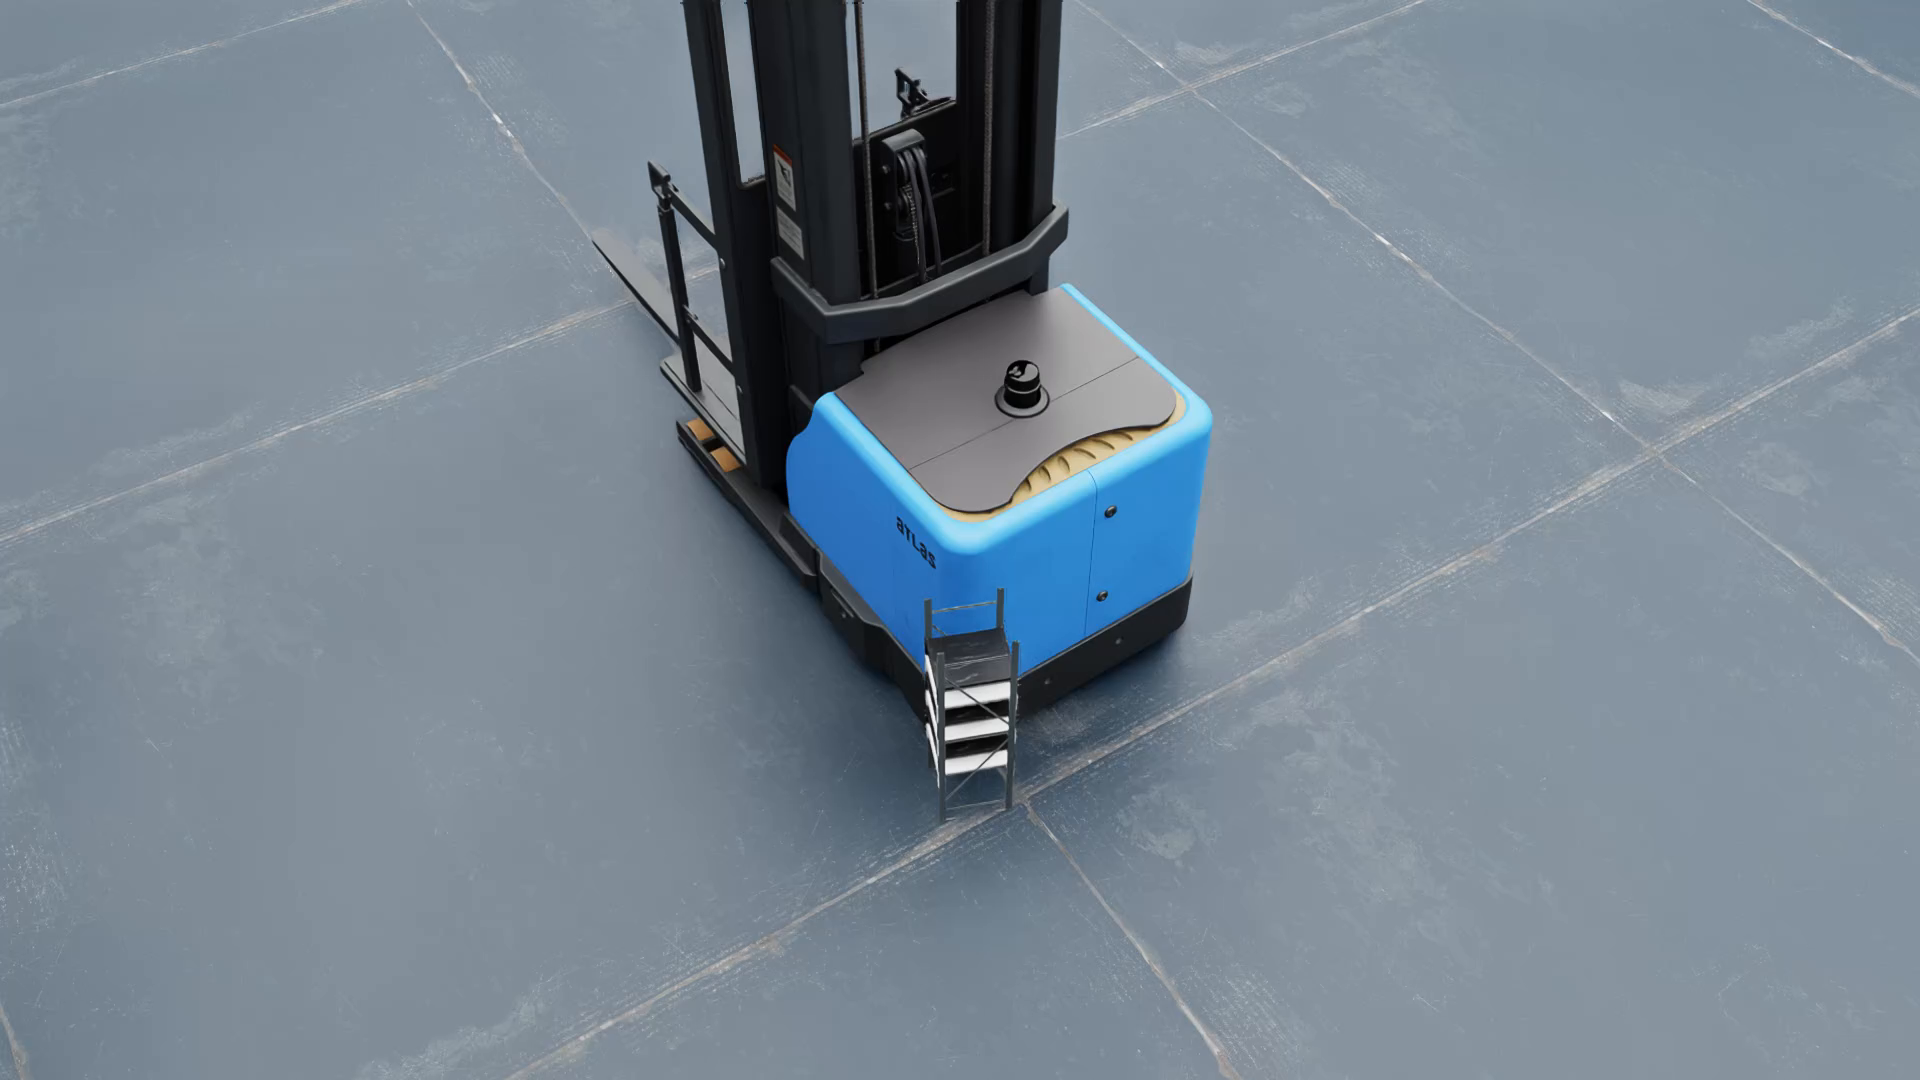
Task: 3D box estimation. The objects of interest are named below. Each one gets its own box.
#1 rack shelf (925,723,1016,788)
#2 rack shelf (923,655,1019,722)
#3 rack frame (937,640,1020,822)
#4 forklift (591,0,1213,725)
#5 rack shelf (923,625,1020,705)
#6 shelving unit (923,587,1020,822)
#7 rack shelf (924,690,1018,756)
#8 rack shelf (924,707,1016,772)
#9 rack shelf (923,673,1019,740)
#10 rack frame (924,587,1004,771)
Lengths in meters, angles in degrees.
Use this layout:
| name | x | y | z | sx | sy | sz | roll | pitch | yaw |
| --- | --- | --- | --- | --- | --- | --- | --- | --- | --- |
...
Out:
| name | x | y | z | sx | sy | sz | roll | pitch | yaw |
| --- | --- | --- | --- | --- | --- | --- | --- | --- | --- |
| rack shelf | 0.032 | 0.671 | 5.335 | 0.258 | 0.077 | 0.200 | -9 | 49 | -8 |
| rack shelf | 0.033 | 0.433 | 5.064 | 0.258 | 0.077 | 0.200 | -9 | 49 | -8 |
| rack frame | 0.052 | 0.605 | 5.109 | 0.240 | 0.900 | 0.006 | -9 | 49 | -8 |
| forklift | -0.445 | -1.360 | 5.498 | 1.130 | 2.935 | 3.031 | -27 | 54 | -22 |
| rack shelf | 0.033 | 0.374 | 4.996 | 0.258 | 0.077 | 0.200 | -9 | 49 | -8 |
| shelving unit | 0.032 | 0.530 | 5.174 | 0.258 | 0.900 | 0.210 | -9 | 49 | -8 |
| rack shelf | 0.032 | 0.552 | 5.199 | 0.258 | 0.077 | 0.200 | -9 | 49 | -8 |
| rack shelf | 0.032 | 0.611 | 5.267 | 0.258 | 0.077 | 0.200 | -9 | 49 | -8 |
| rack shelf | 0.032 | 0.493 | 5.132 | 0.258 | 0.077 | 0.200 | -9 | 49 | -8 |
| rack frame | 0.012 | 0.455 | 5.240 | 0.240 | 0.900 | 0.006 | -9 | 49 | -8 |
